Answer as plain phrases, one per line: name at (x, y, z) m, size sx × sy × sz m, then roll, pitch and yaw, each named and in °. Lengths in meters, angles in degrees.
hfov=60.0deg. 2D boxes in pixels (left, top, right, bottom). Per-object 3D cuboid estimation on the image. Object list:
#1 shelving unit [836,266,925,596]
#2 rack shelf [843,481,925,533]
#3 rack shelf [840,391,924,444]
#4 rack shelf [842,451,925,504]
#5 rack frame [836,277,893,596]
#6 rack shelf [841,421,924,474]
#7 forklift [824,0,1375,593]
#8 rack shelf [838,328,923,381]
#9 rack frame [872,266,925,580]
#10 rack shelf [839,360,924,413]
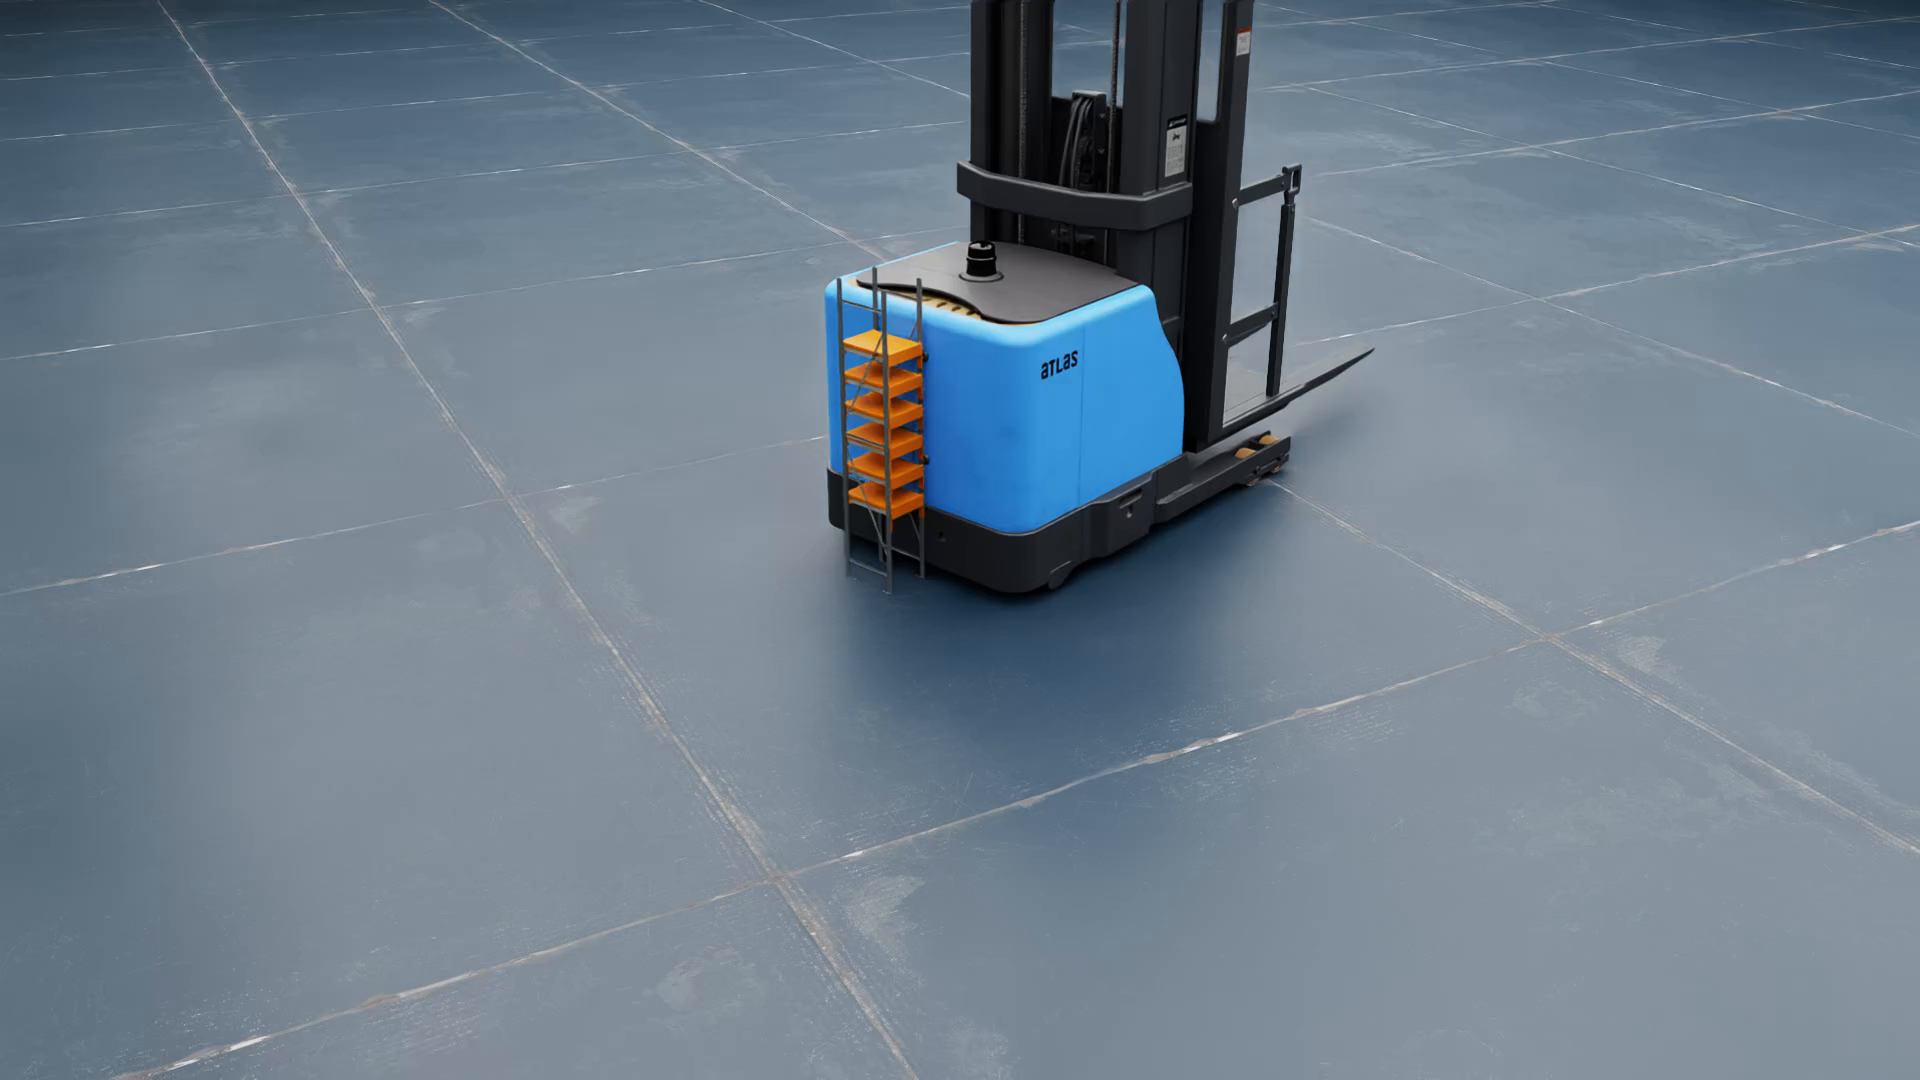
shelving unit at (-0.288, -0.392, 6.180) m, size 0.258 × 1.200 × 0.189 m, roll 21°, pitch 32°, yaw 36°
rack shelf at (-0.288, -0.135, 6.303) m, size 0.258 × 0.103 × 0.180 m, roll 21°, pitch 32°, yaw 36°
rack shelf at (-0.288, -0.460, 6.147) m, size 0.258 × 0.103 × 0.180 m, roll 21°, pitch 32°, yaw 36°
rack shelf at (-0.288, -0.243, 6.251) m, size 0.258 × 0.103 × 0.180 m, roll 21°, pitch 32°, yaw 36°
rack frame at (-0.348, -0.362, 6.117) m, size 0.240 × 1.200 × 0.006 m, roll 21°, pitch 32°, yaw 36°
rack shelf at (-0.288, -0.352, 6.199) m, size 0.258 × 0.103 × 0.180 m, roll 21°, pitch 32°, yaw 36°
forklift at (0.813, -1.682, 6.868) m, size 1.130 × 2.935 × 3.031 m, roll 21°, pitch 32°, yaw 36°
rack shelf at (-0.288, -0.676, 6.043) m, size 0.258 × 0.103 × 0.180 m, roll 21°, pitch 32°, yaw 36°
rack frame at (-0.228, -0.422, 6.242) m, size 0.240 × 1.200 × 0.006 m, roll 21°, pitch 32°, yaw 36°
rack shelf at (-0.288, -0.568, 6.095) m, size 0.258 × 0.103 × 0.180 m, roll 21°, pitch 32°, yaw 36°
